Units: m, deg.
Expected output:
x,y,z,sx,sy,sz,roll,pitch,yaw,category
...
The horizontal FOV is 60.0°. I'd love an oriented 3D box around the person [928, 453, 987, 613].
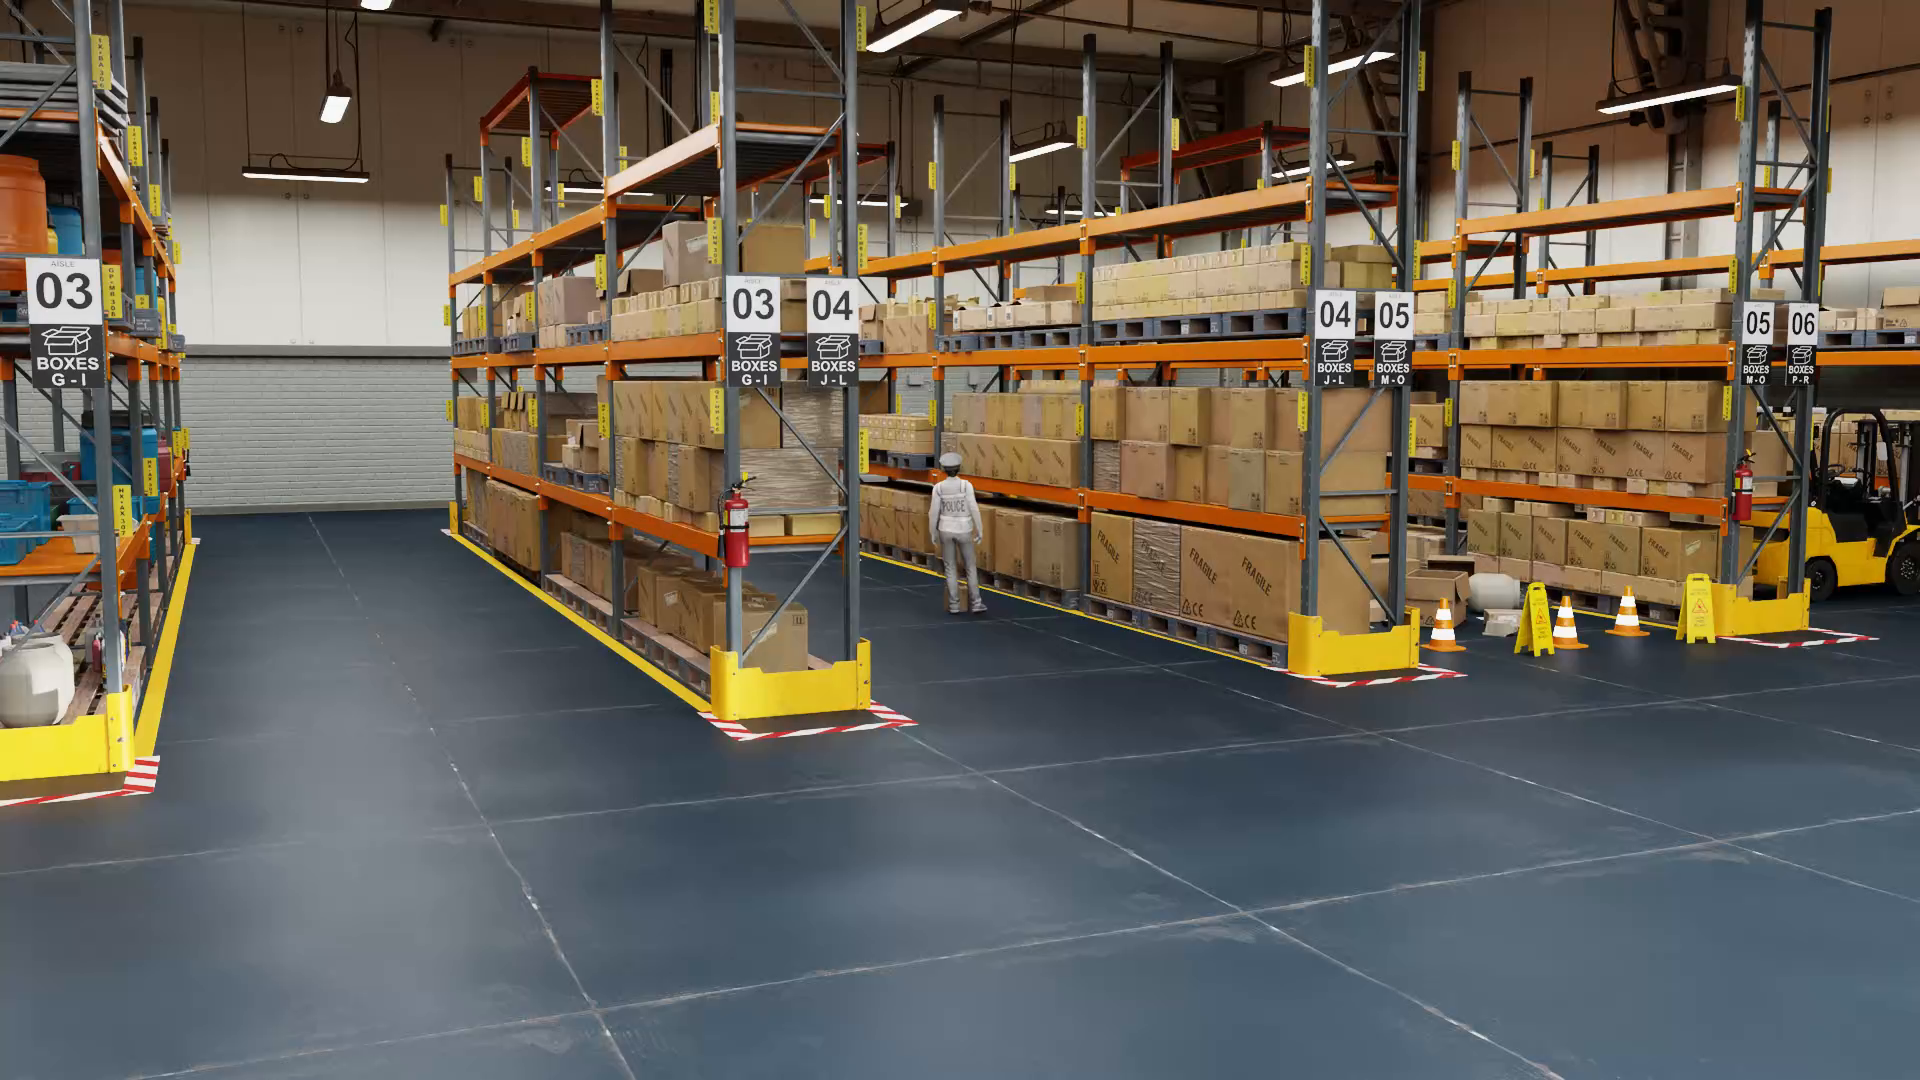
x,y,z,sx,sy,sz,roll,pitch,yaw,category
-0.032,-0.078,17.545,0.586,1.694,0.531,1,6,9,person
